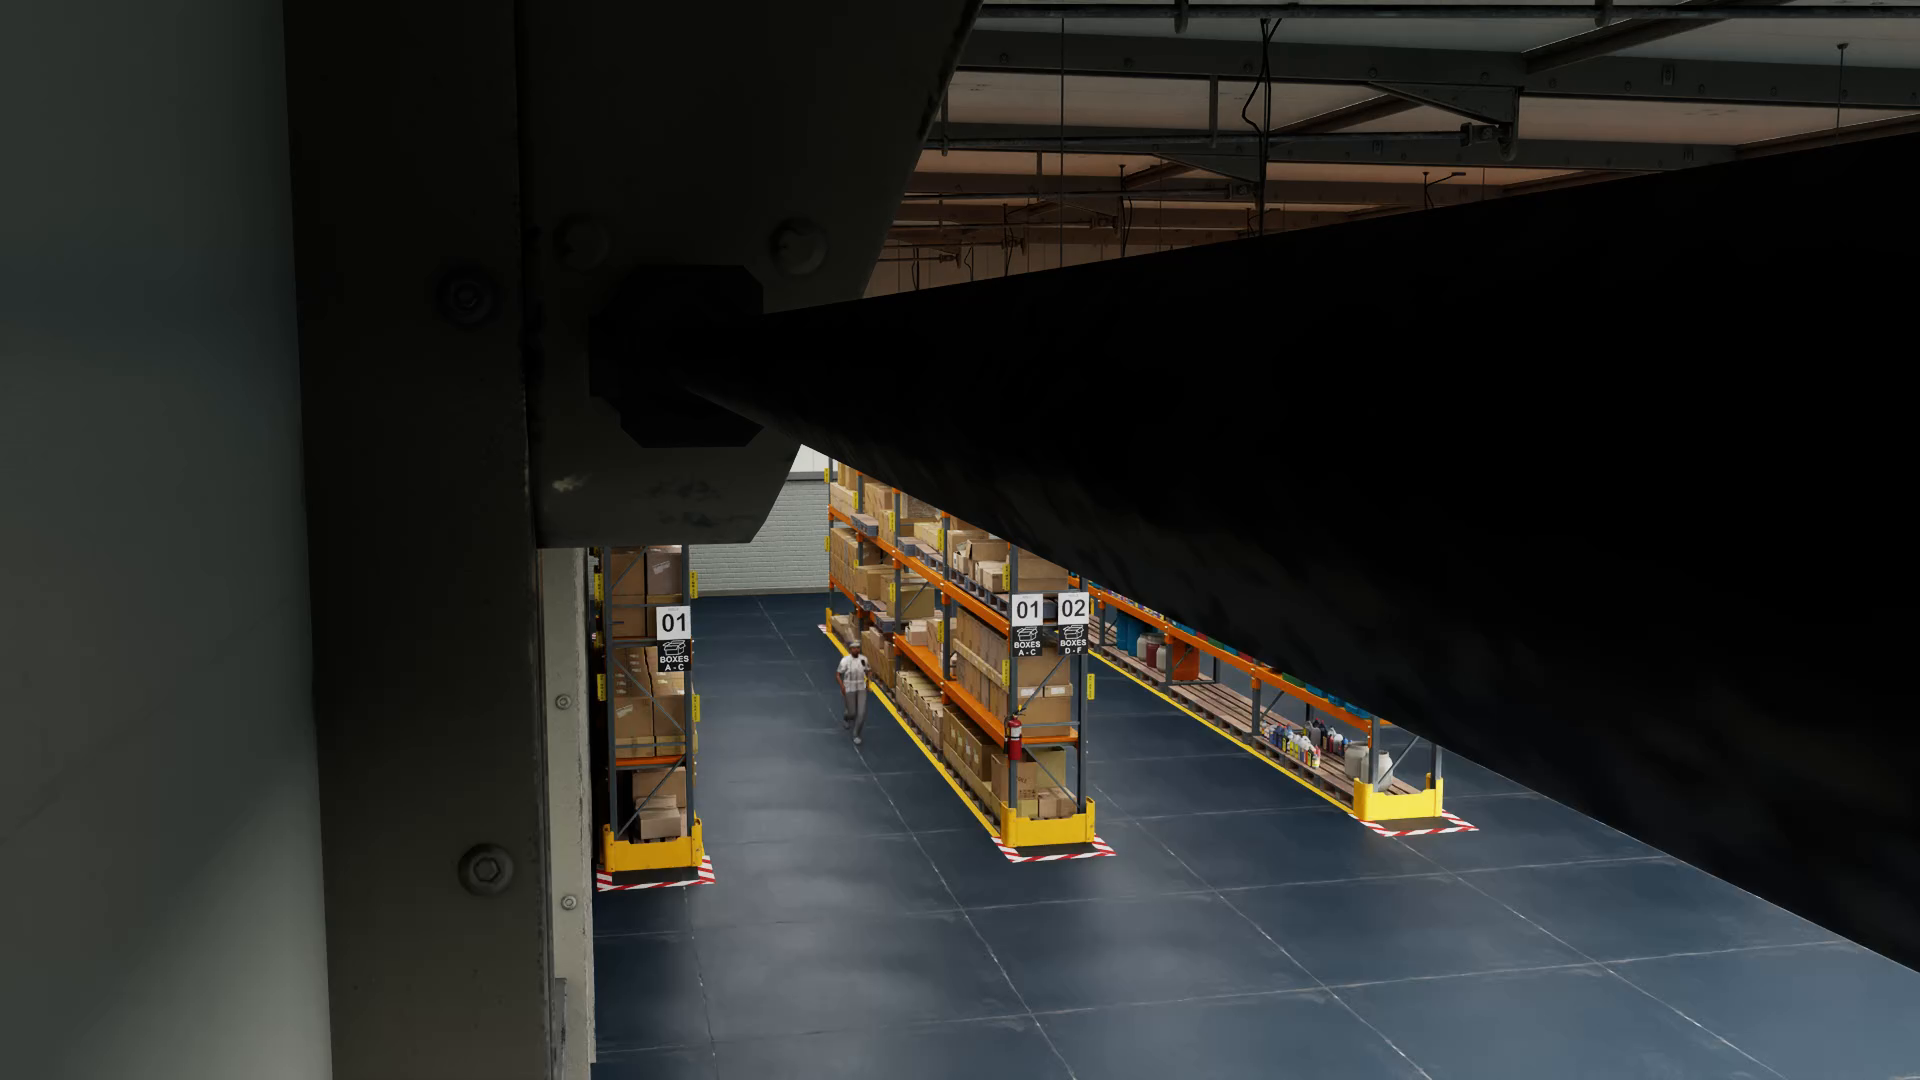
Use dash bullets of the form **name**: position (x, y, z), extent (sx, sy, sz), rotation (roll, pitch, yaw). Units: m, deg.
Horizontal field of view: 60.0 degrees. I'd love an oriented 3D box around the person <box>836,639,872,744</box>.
- **person**: position (-1.678, 2.379, 26.495), extent (0.585, 1.667, 0.604), rotation (-2, 7, -18)
